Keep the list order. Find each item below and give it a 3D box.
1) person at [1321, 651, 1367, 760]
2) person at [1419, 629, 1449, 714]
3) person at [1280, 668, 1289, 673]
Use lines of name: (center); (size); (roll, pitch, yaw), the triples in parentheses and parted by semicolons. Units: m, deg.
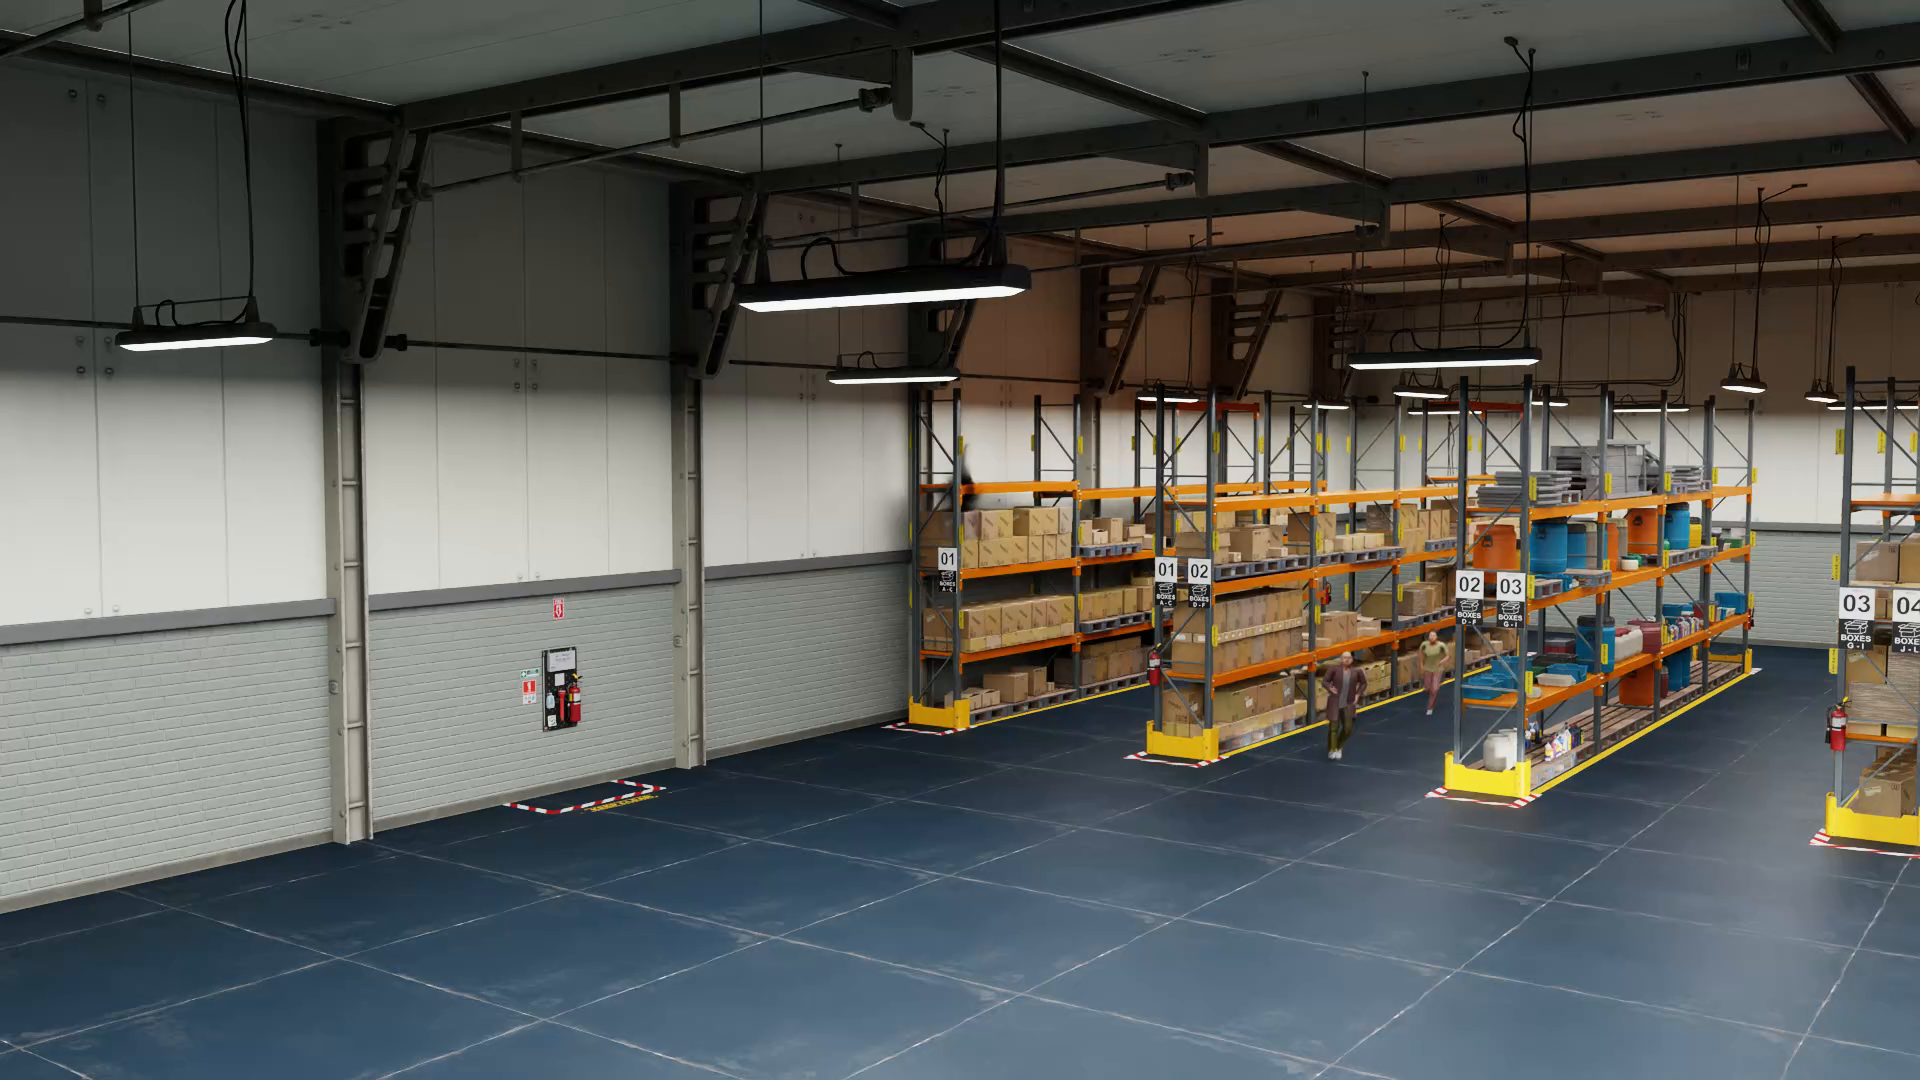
person: (6.098, 2.636, 26.338); (0.729, 1.751, 0.680); (0, 3, 7)
person: (8.823, 2.442, 30.967); (0.552, 1.601, 0.651); (1, 3, 17)
person: (6.702, 2.181, 34.798); (0.677, 1.696, 0.847); (2, 4, 36)
